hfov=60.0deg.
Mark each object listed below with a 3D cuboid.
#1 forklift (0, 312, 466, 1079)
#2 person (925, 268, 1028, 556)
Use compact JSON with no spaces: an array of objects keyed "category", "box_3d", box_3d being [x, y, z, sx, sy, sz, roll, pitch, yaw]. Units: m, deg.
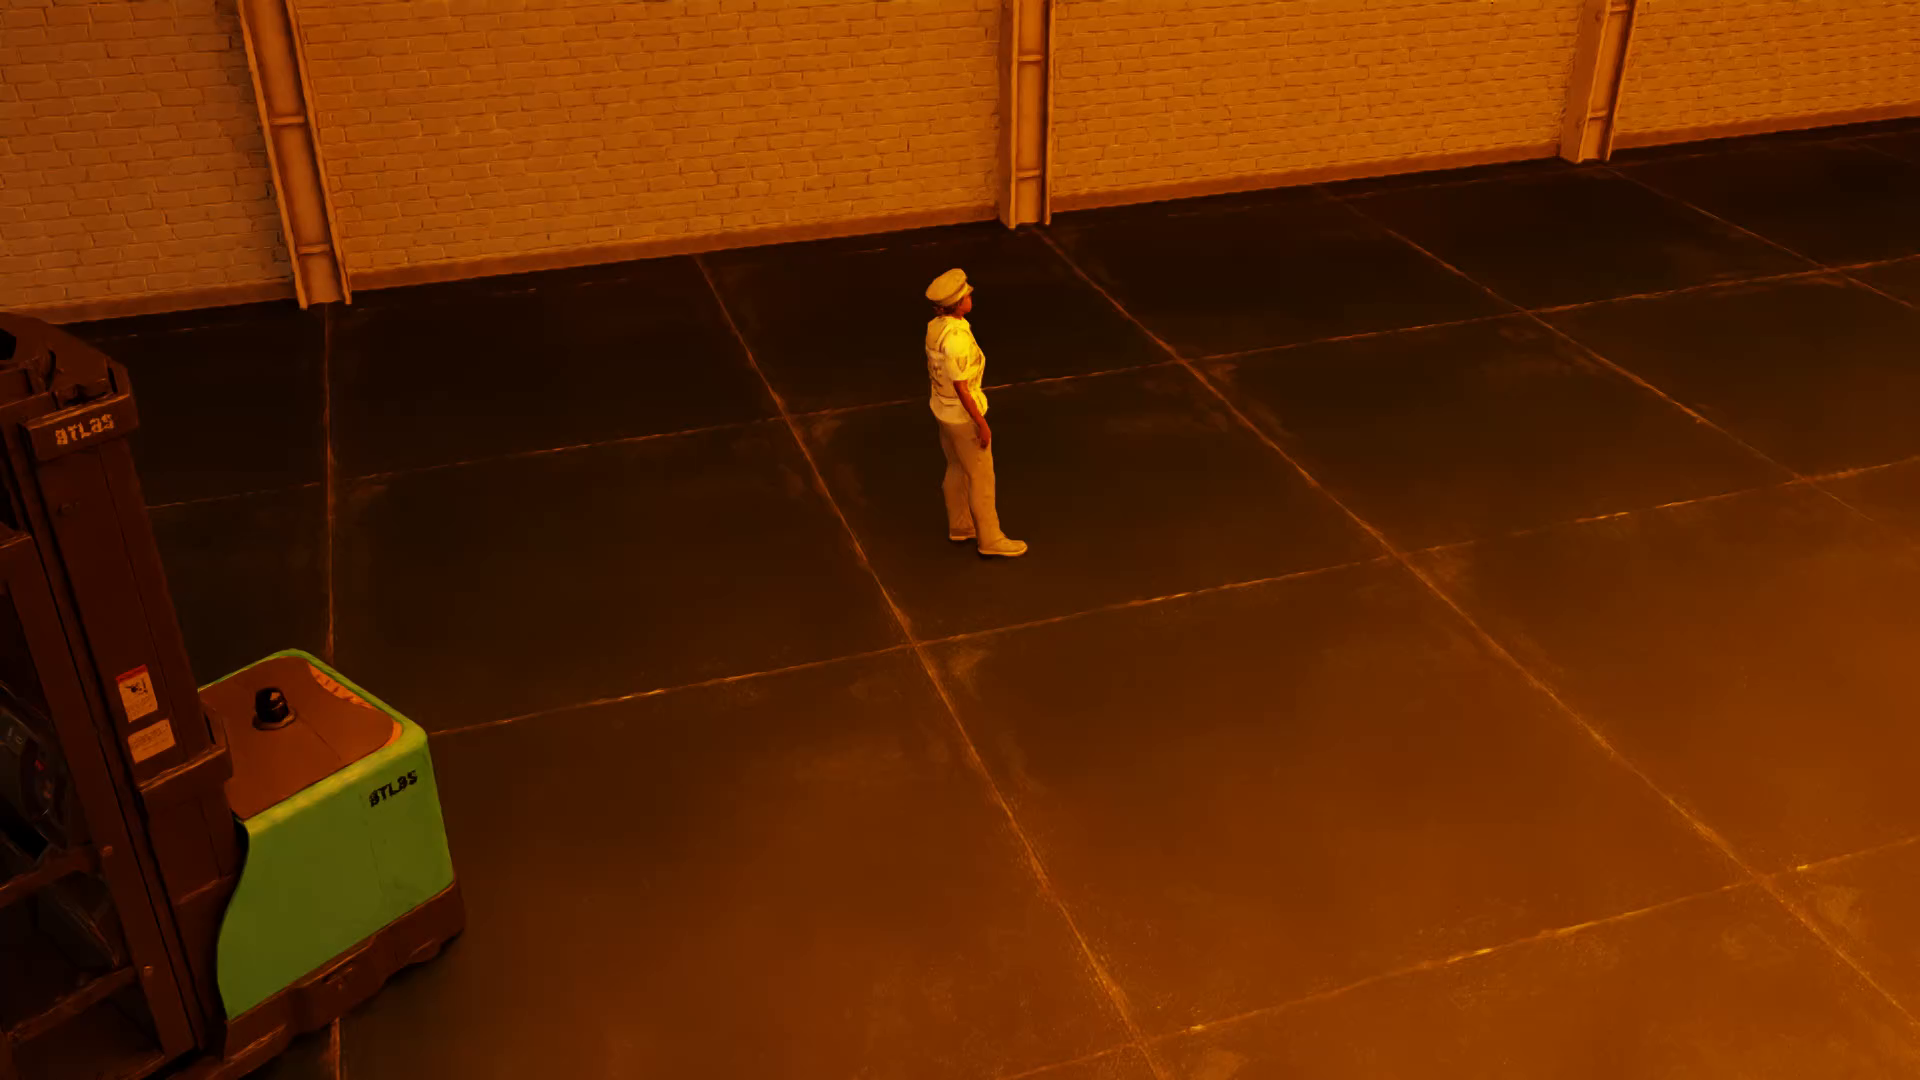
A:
[{"category":"forklift","box_3d":[-3.433,0.818,5.665,1.130,2.935,3.031,23,37,34]},{"category":"person","box_3d":[0.077,-0.744,9.604,0.529,1.695,0.570,-10,31,-16]}]
